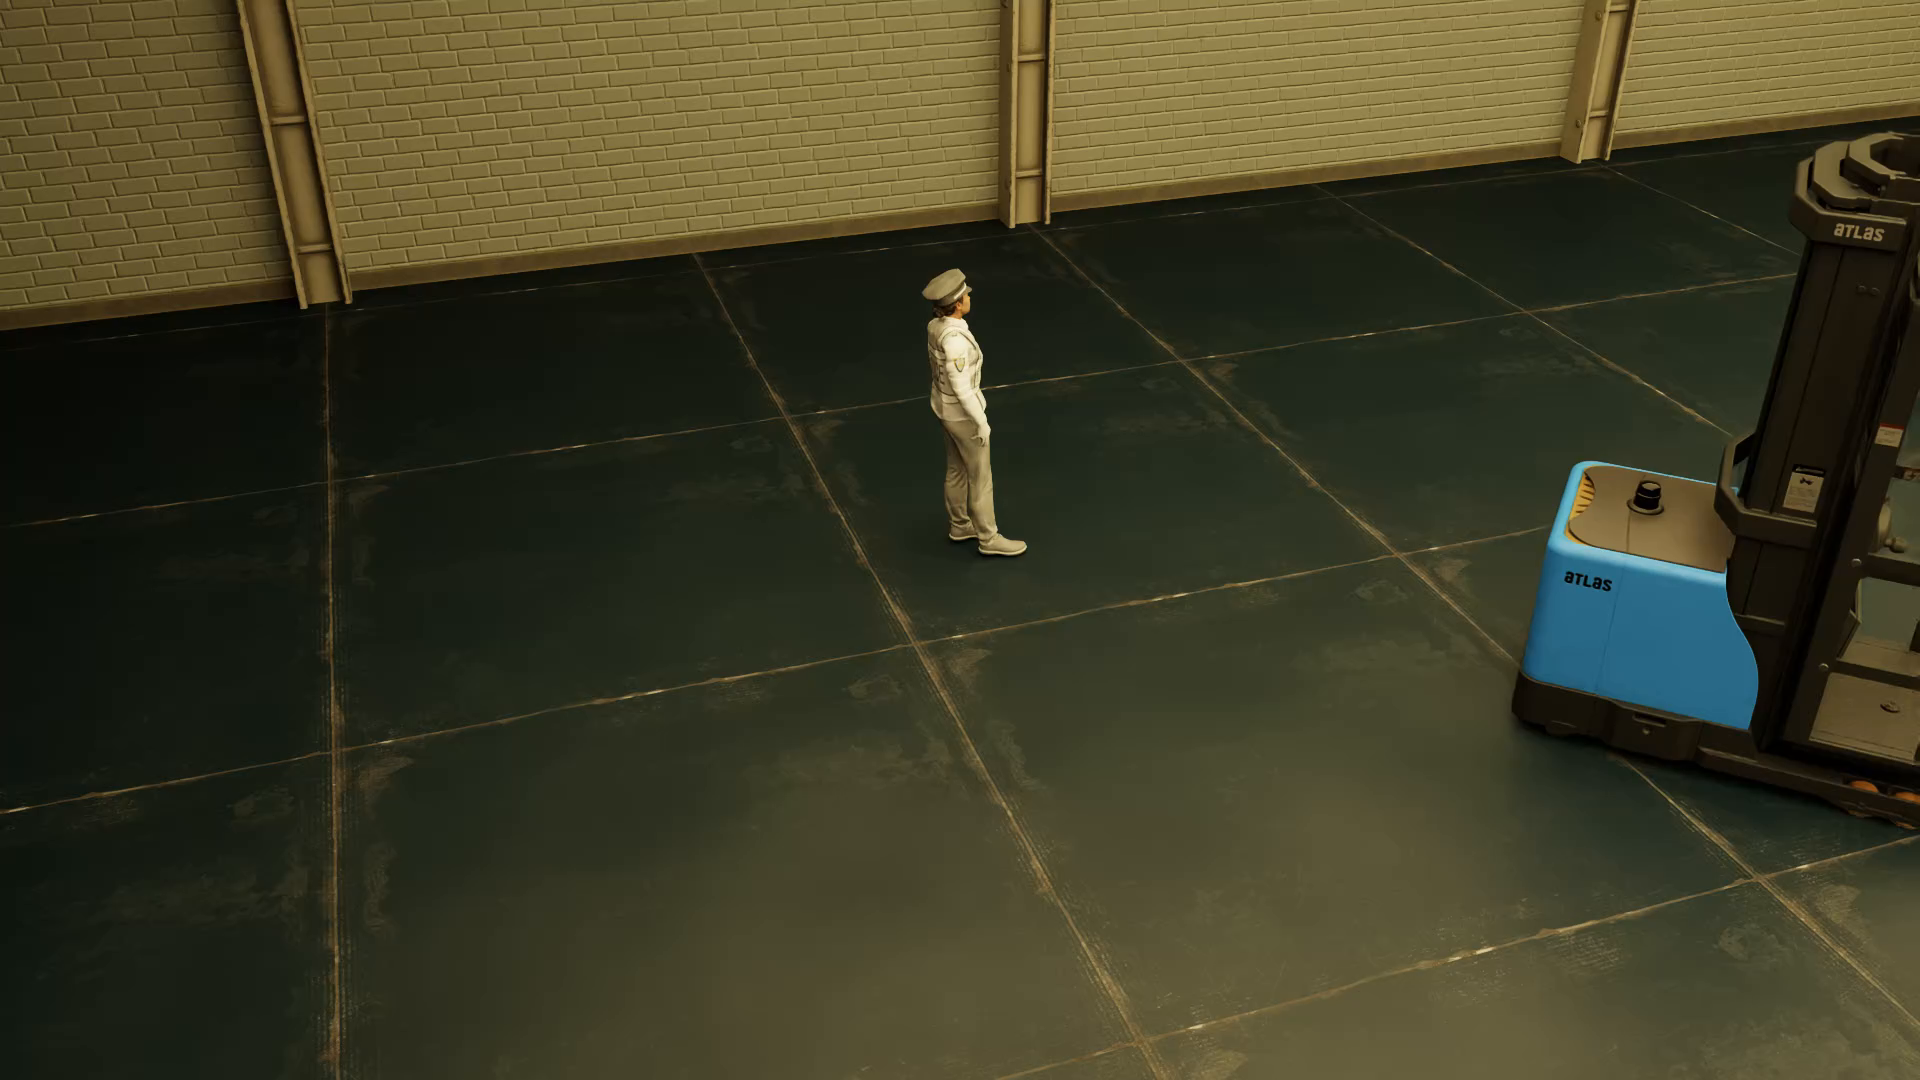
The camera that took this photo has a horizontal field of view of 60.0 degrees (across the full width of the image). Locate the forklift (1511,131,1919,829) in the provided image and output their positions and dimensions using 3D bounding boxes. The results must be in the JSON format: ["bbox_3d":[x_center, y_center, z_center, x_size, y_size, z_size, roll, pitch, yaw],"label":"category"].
[{"bbox_3d":[4.344,-0.237,7.499,3.031,2.935,1.130,13,32,22],"label":"forklift"}]

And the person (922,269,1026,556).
[{"bbox_3d":[0.068,-0.748,9.613,0.530,1.694,0.587,-10,31,-16],"label":"person"}]
